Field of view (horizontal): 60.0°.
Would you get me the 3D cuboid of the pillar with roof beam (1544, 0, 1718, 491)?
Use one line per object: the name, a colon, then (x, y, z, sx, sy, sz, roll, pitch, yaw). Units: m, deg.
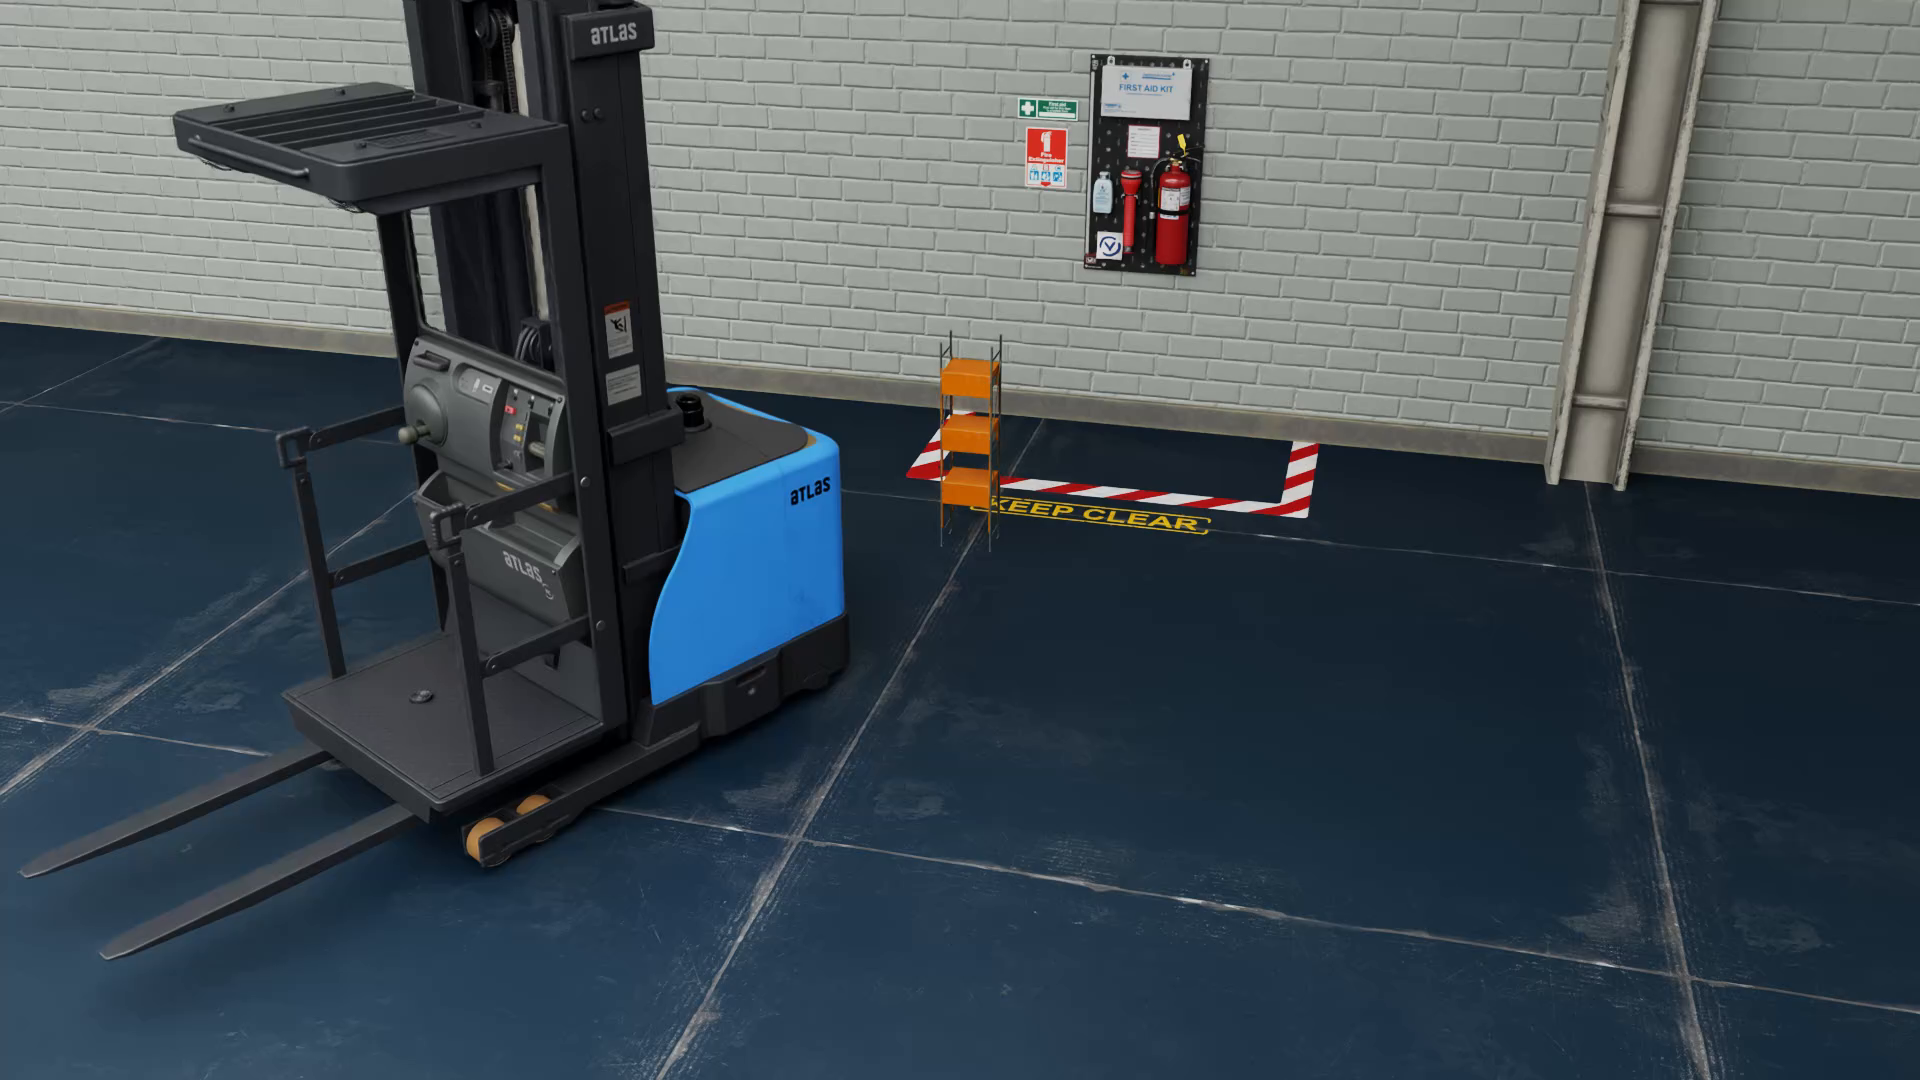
pillar with roof beam: (2.295, -2.615, 3.274, 0.400, 9.000, 9.100, 6, 26, 13)

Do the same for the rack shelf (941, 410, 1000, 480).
rack shelf: (0.052, -0.459, 8.017, 0.240, 0.259, 0.215, 6, 26, 13)

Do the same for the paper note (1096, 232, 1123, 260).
paper note: (0.829, -1.629, 9.207, 0.142, 0.148, 0.016, 6, 26, 13)

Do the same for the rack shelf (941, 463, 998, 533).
rack shelf: (0.052, -0.208, 8.136, 0.240, 0.259, 0.215, 6, 26, 13)

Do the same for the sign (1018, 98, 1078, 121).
sign: (0.475, -2.332, 9.001, 0.331, 0.109, 0.001, 6, 26, 13)

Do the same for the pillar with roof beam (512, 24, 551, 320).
pillar with roof beam: (-3.516, -3.257, 4.623, 0.400, 9.000, 9.100, 6, 26, 13)

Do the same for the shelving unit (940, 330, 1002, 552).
shelving unit: (0.052, -0.468, 8.012, 0.252, 1.050, 0.215, 6, 26, 13)

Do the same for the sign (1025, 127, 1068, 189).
sign: (0.473, -2.097, 9.124, 0.234, 0.329, 0.001, 6, 26, 13)

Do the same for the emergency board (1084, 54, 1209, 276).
emergency board: (0.983, -1.979, 8.917, 0.643, 1.169, 0.194, 6, 26, 13)

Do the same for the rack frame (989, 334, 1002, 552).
rack frame: (0.170, -0.455, 7.985, 0.008, 1.050, 0.200, 6, 26, 13)

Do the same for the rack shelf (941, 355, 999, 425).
rack shelf: (0.052, -0.715, 7.895, 0.240, 0.259, 0.215, 6, 26, 13)

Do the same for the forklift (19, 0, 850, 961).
forklift: (-1.825, -0.424, 5.731, 1.130, 2.935, 3.031, 21, 33, 37)

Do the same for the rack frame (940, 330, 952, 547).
rack frame: (-0.066, -0.481, 8.040, 0.008, 1.050, 0.200, 6, 26, 13)
